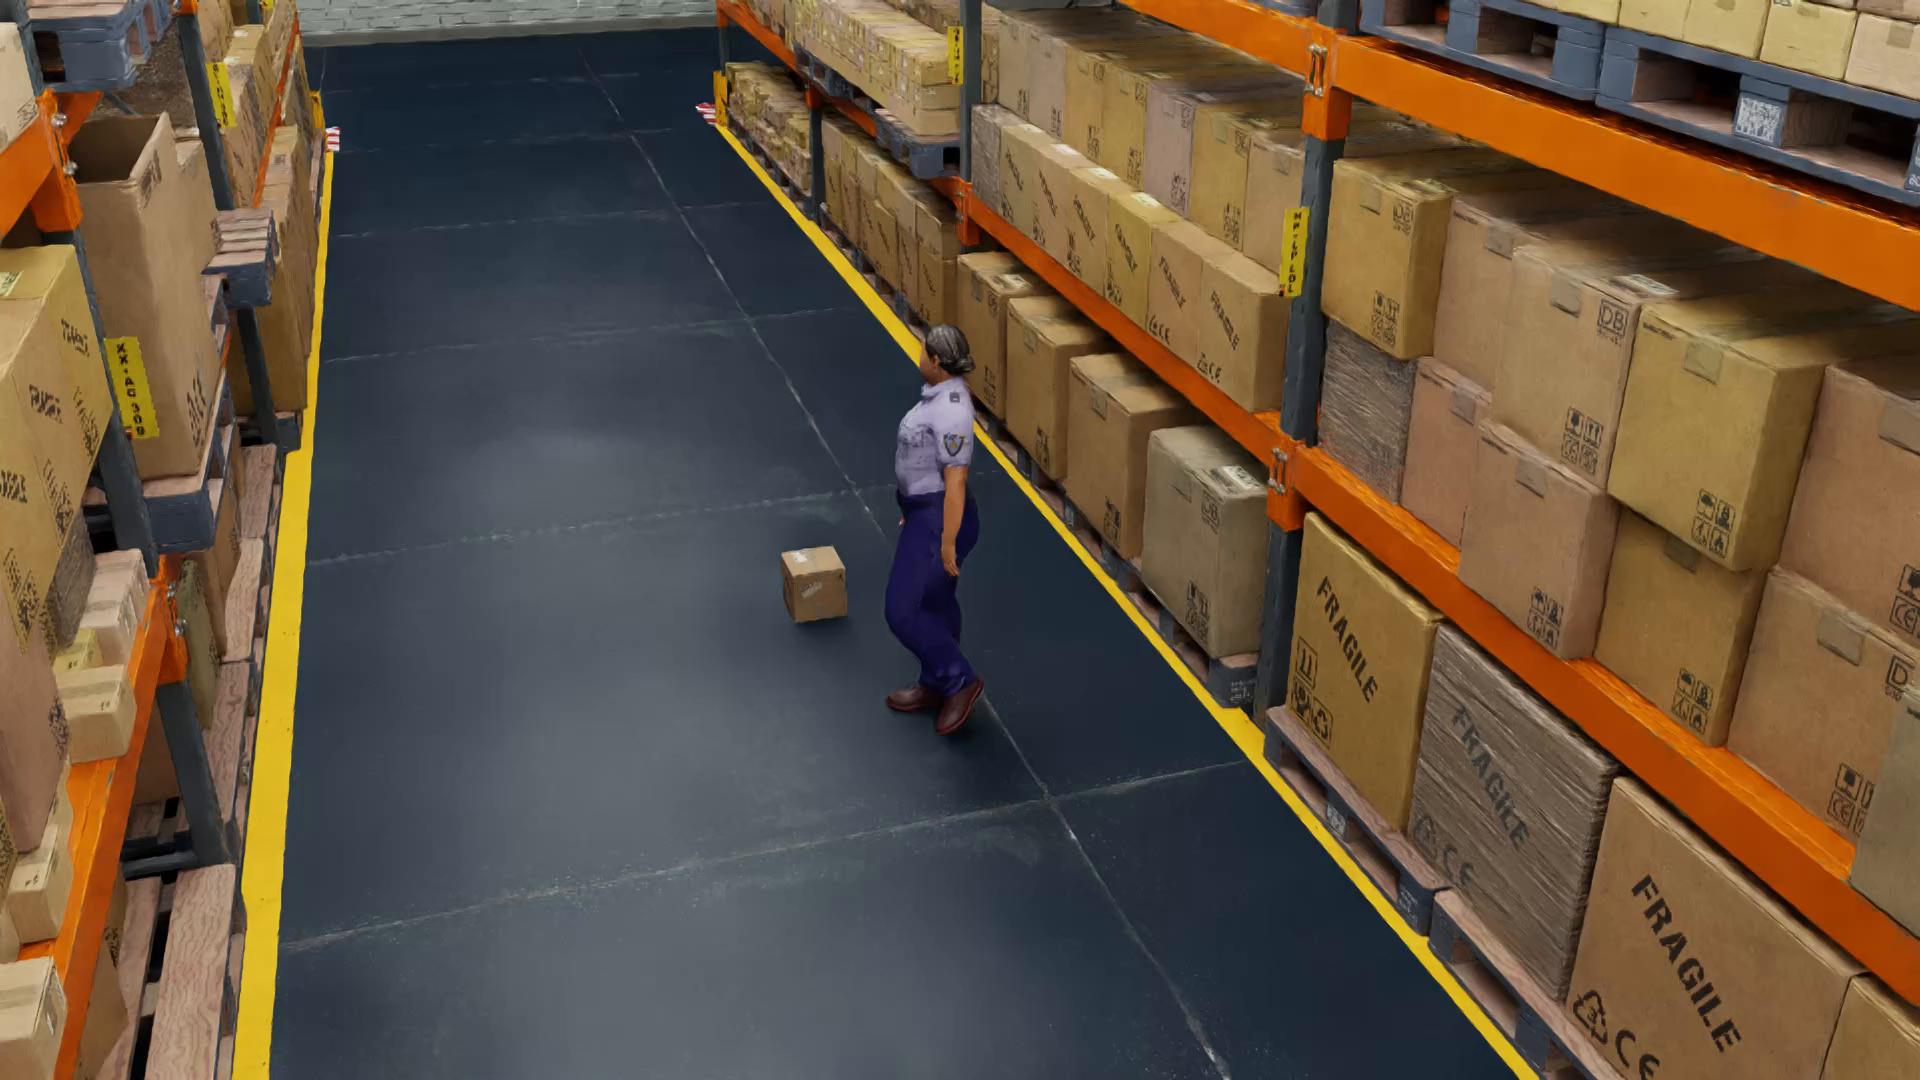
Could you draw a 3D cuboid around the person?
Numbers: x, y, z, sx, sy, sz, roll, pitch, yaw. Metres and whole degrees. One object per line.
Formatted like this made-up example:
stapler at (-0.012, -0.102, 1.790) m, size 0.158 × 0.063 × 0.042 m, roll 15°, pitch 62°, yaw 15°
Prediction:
person at (-0.117, -0.041, 6.693) m, size 0.408 × 1.647 × 0.629 m, roll -3°, pitch 27°, yaw -5°
